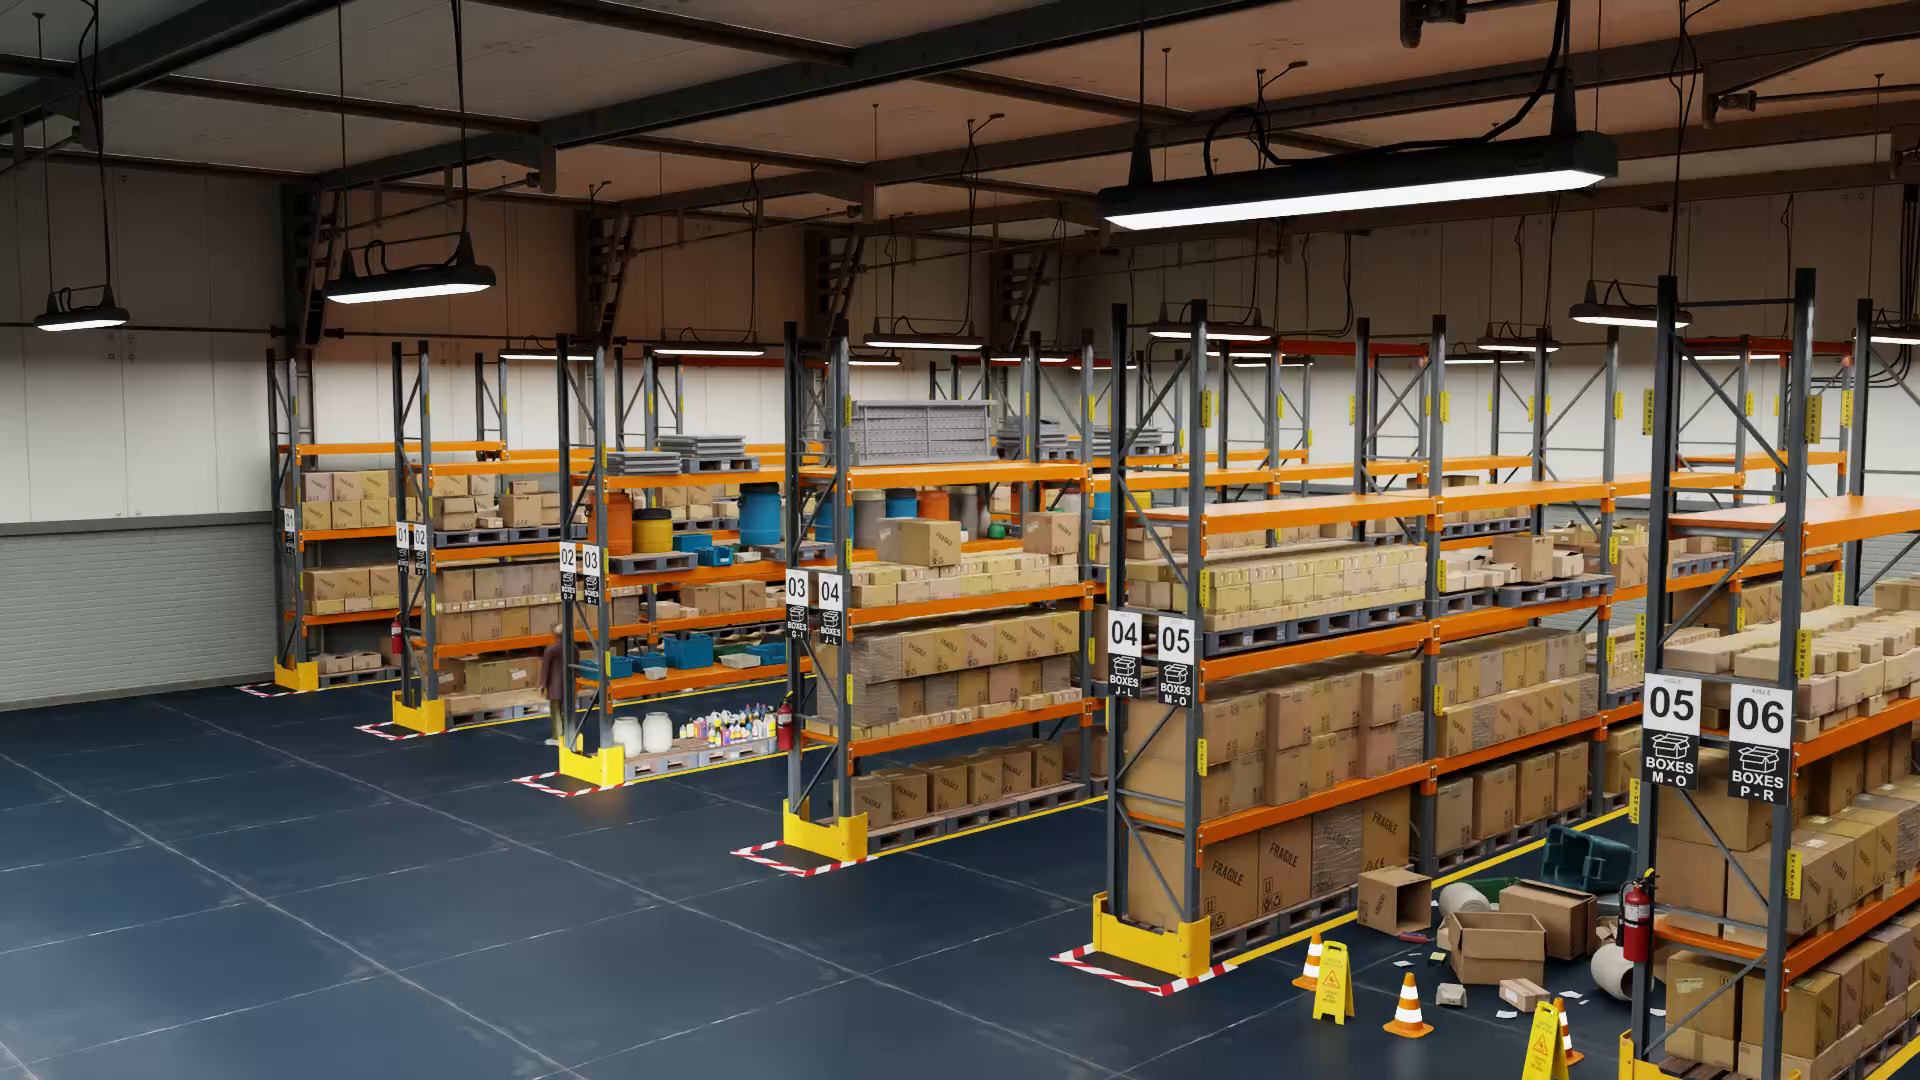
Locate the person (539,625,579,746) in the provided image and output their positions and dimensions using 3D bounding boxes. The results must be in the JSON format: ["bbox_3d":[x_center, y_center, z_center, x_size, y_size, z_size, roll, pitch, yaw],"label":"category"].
[{"bbox_3d":[-5.898,2.160,24.589,0.672,1.825,0.378,-4,7,-41],"label":"person"}]

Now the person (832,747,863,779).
[{"bbox_3d":[-1.398,2.452,21.008,0.317,1.669,0.568,4,6,40],"label":"person"}]
